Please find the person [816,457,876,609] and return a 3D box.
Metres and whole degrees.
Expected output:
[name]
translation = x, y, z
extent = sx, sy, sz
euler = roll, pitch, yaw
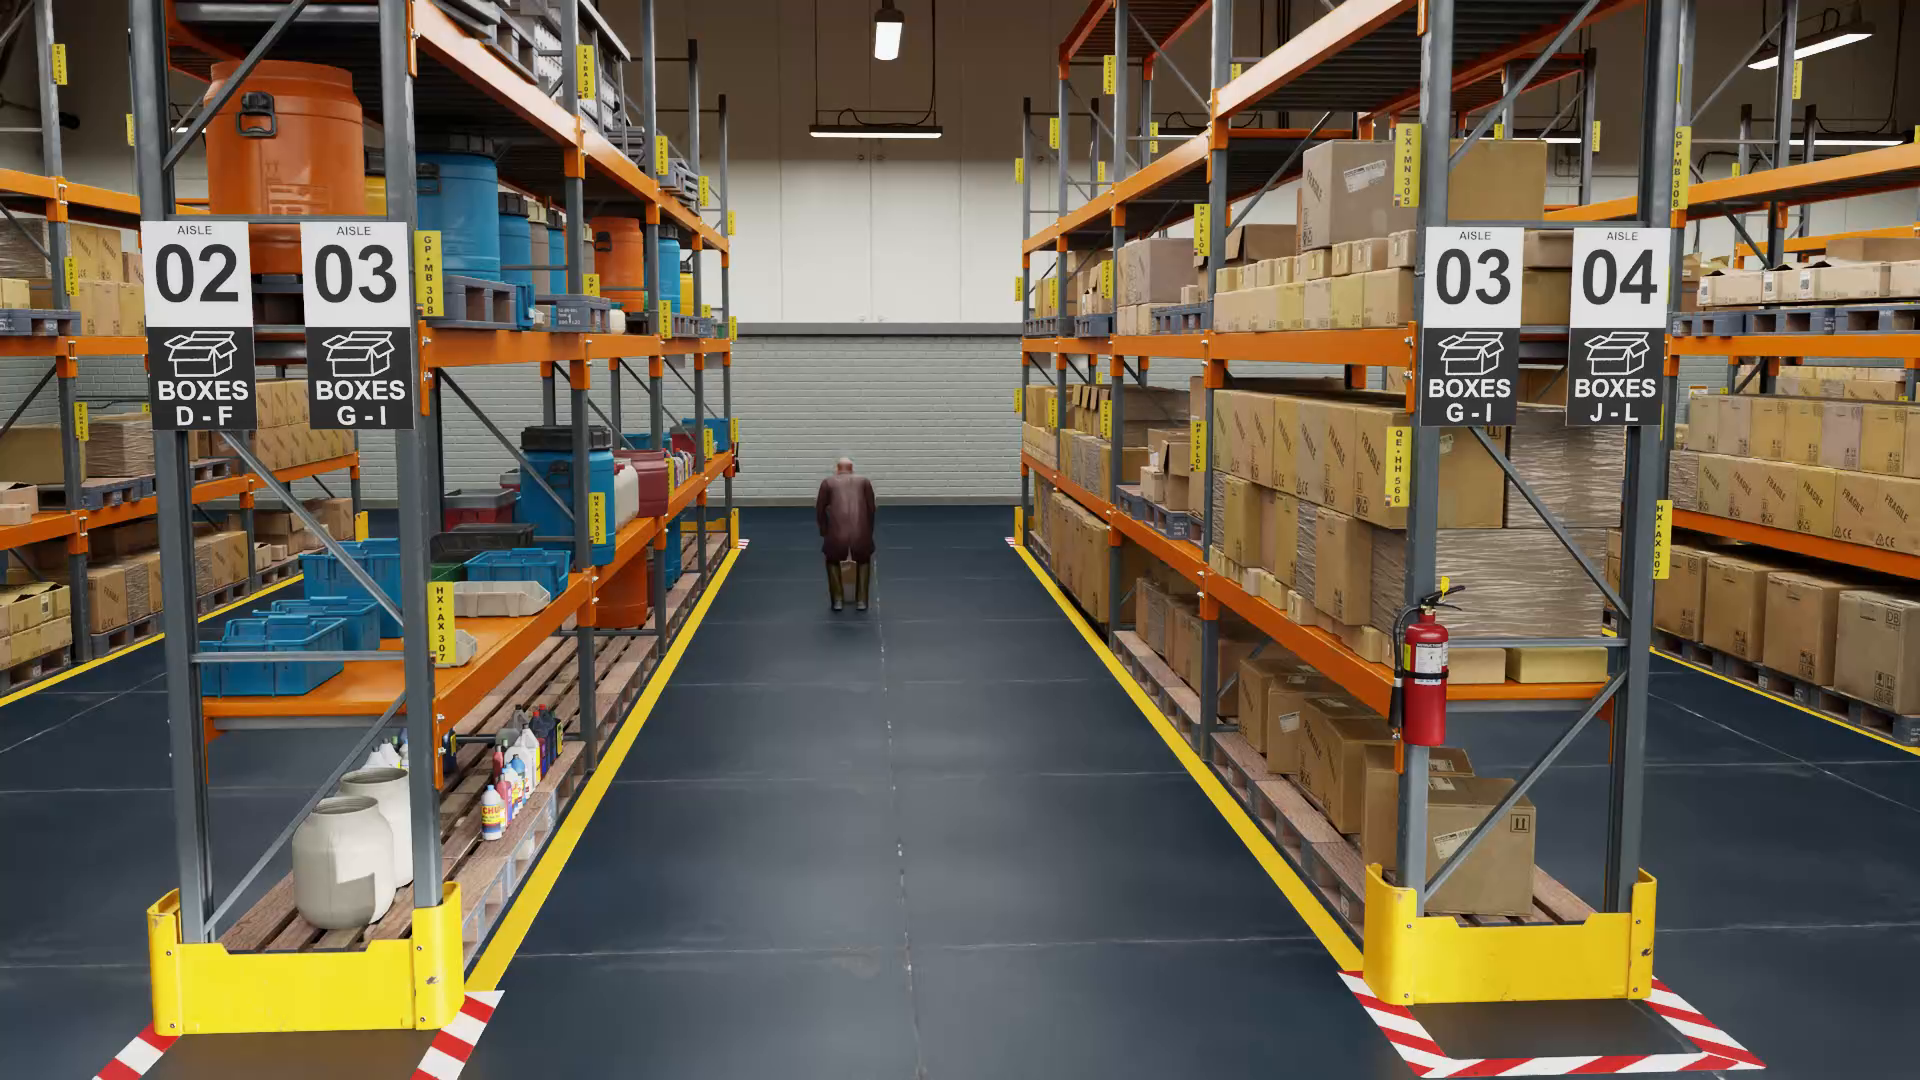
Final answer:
[person]
translation = -1.186, -0.058, 17.292
extent = 0.625, 1.552, 0.612
euler = 0, 7, -3
